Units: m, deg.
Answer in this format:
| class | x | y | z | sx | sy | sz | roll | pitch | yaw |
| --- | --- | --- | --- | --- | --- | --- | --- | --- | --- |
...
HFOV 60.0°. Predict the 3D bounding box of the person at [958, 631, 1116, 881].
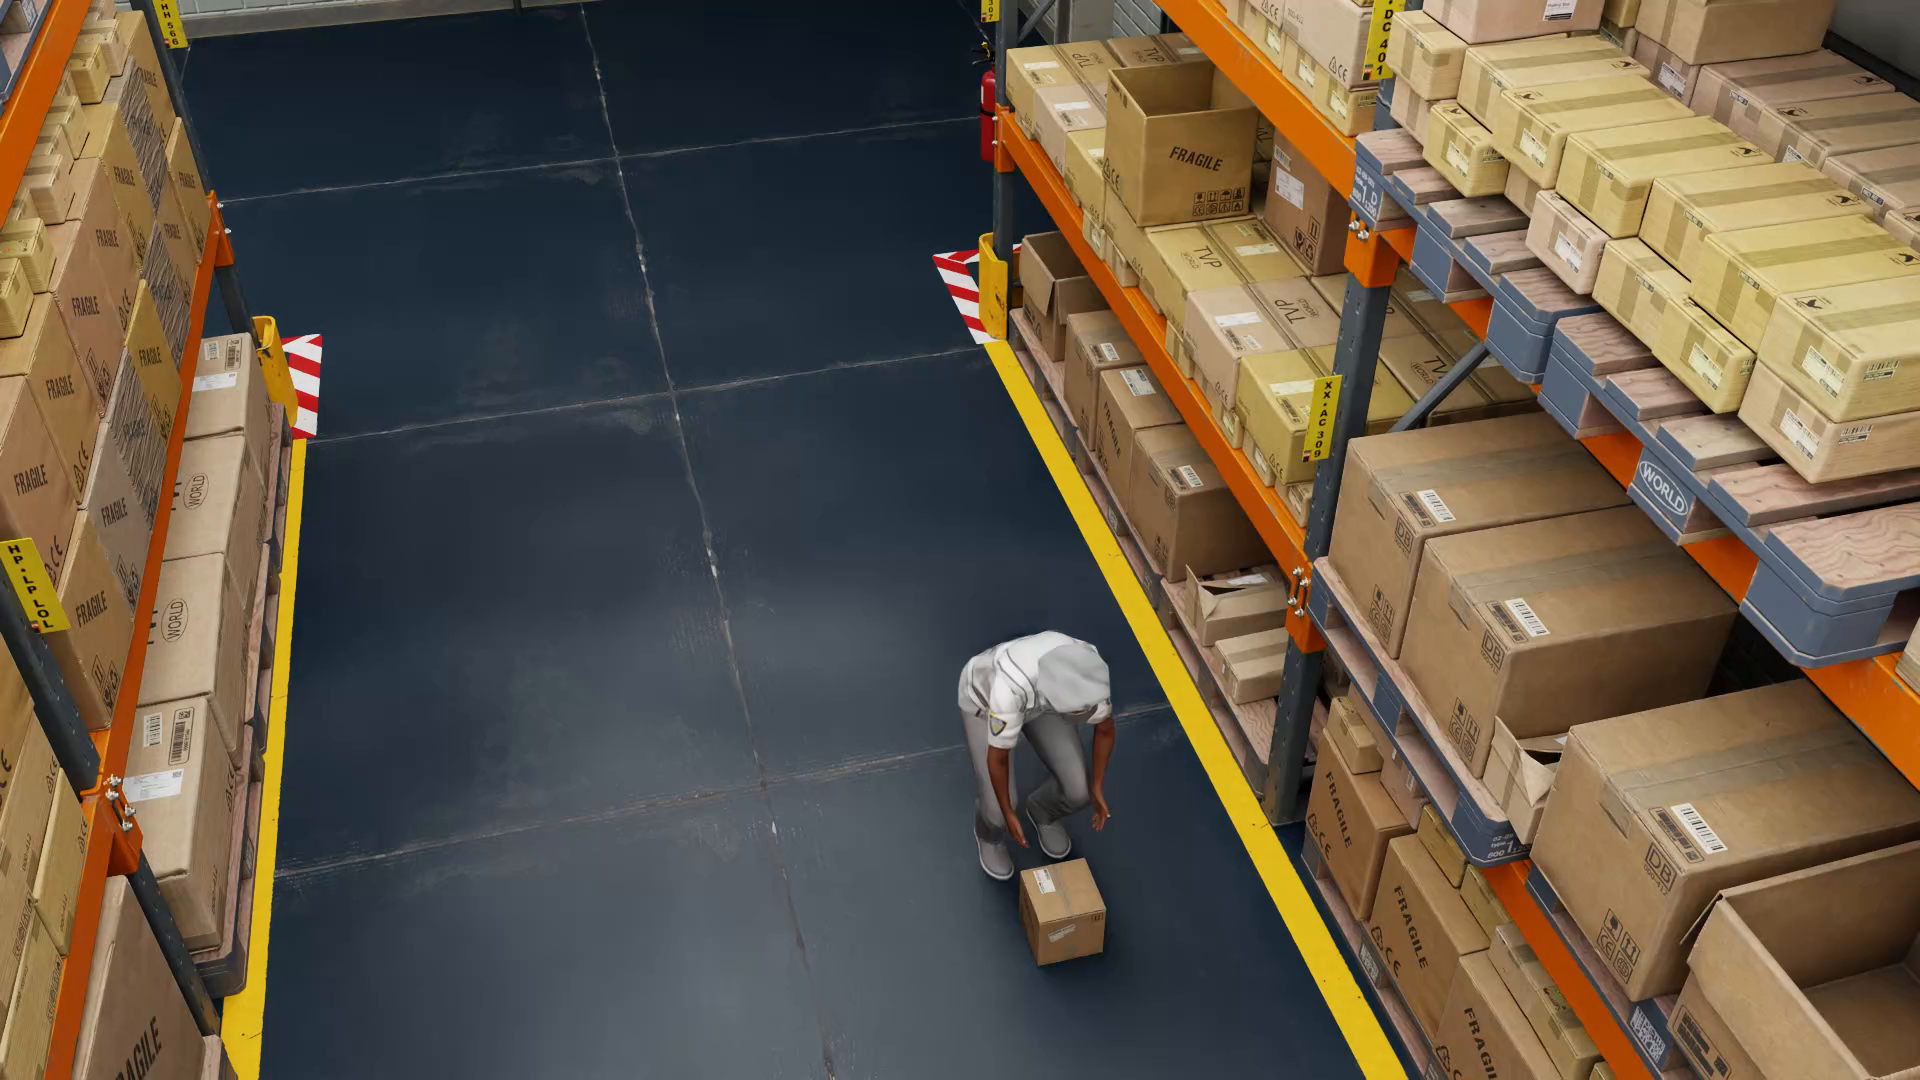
| class | x | y | z | sx | sy | sz | roll | pitch | yaw |
| --- | --- | --- | --- | --- | --- | --- | --- | --- | --- |
| person | 0.294 | 0.755 | 6.132 | 0.496 | 1.210 | 0.781 | -11 | 40 | -14 |
